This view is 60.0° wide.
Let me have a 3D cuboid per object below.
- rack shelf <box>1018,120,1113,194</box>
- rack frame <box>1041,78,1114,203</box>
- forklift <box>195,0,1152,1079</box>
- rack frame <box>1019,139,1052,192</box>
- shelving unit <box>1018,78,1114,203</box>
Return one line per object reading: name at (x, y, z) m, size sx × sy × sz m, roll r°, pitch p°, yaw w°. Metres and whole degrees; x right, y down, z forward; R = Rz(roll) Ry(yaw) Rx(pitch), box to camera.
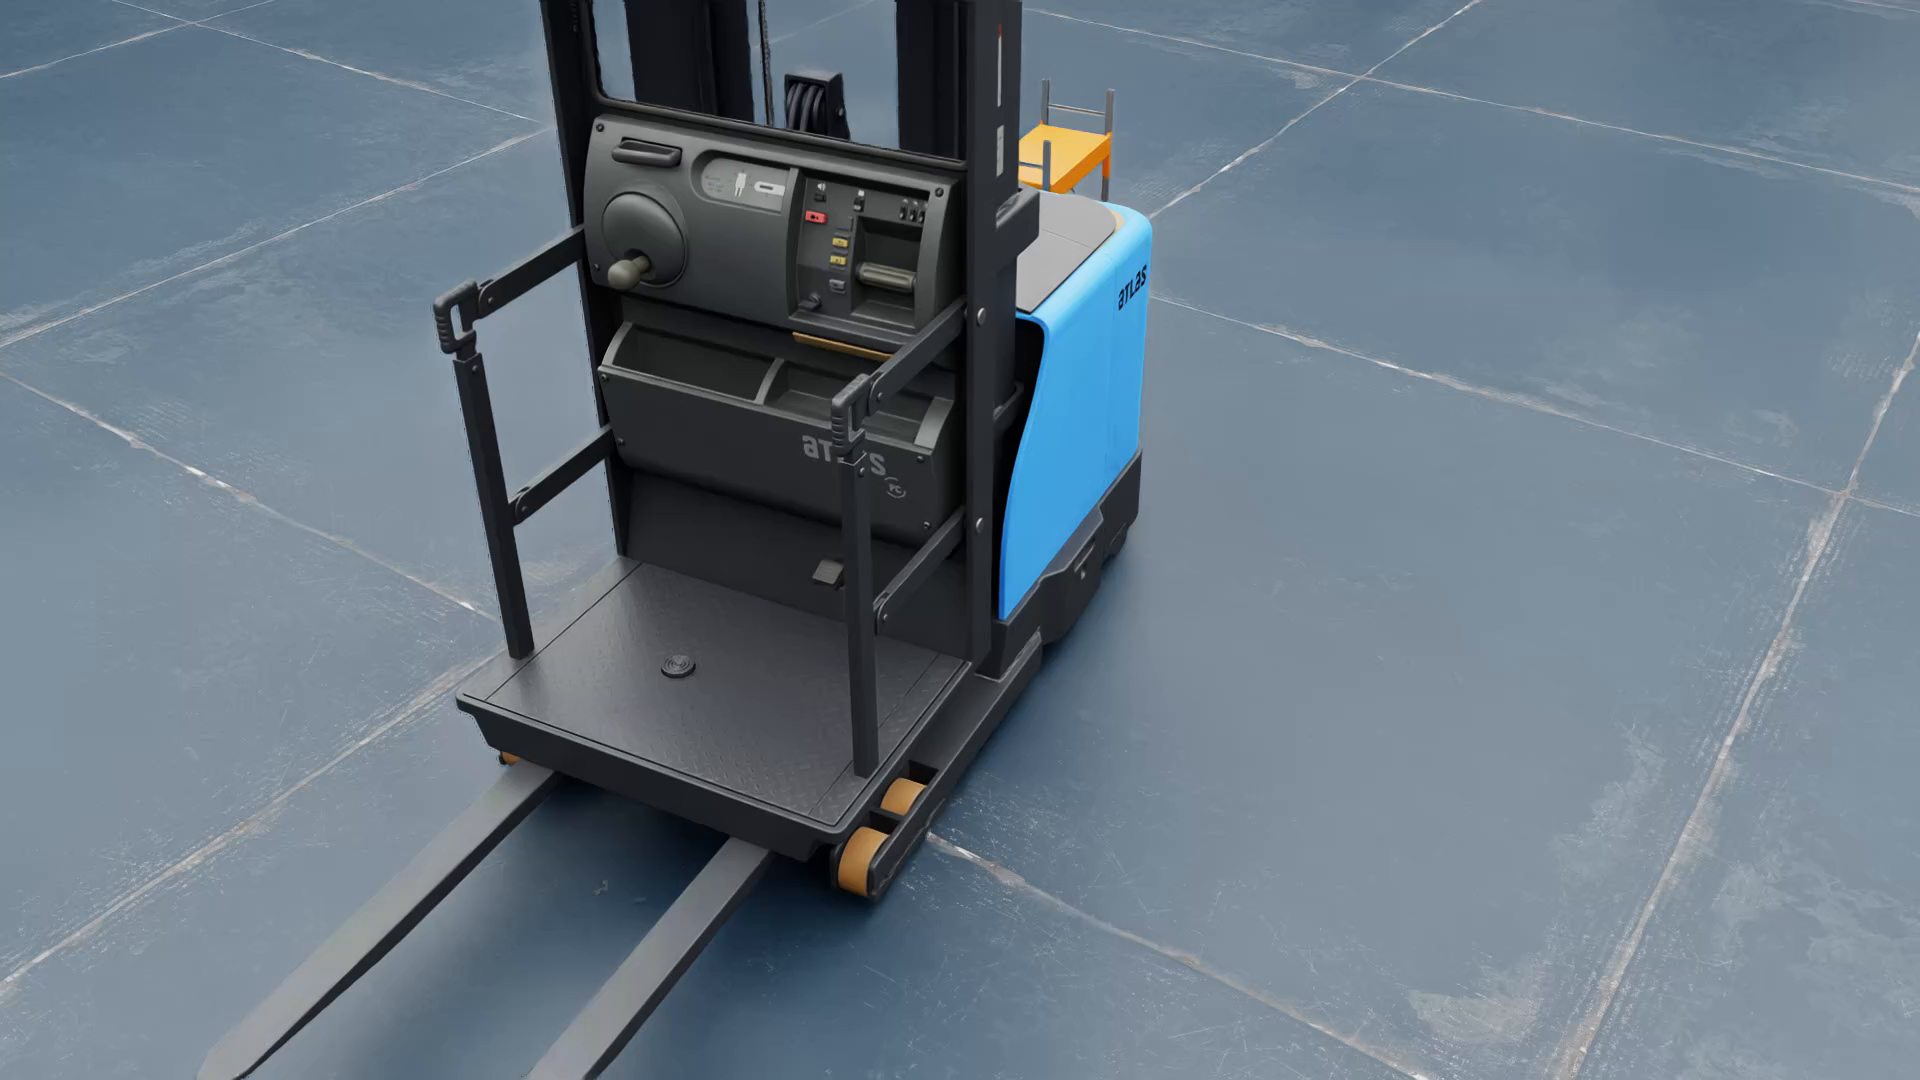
rack shelf at (0.263, -1.136, 5.158) m, size 0.258 × 0.148 × 0.480 m, roll 15°, pitch 37°, yaw 21°
rack frame at (0.371, -0.933, 5.559) m, size 0.240 × 1.200 × 0.015 m, roll 15°, pitch 37°, yaw 21°
forklift at (-0.542, -0.642, 3.583) m, size 1.130 × 2.935 × 3.031 m, roll 15°, pitch 37°, yaw 21°
rack frame at (0.155, -0.688, 5.196) m, size 0.240 × 1.200 × 0.015 m, roll 15°, pitch 37°, yaw 21°
shelving unit at (0.263, -0.811, 5.378) m, size 0.258 × 1.200 × 0.503 m, roll 15°, pitch 37°, yaw 21°
